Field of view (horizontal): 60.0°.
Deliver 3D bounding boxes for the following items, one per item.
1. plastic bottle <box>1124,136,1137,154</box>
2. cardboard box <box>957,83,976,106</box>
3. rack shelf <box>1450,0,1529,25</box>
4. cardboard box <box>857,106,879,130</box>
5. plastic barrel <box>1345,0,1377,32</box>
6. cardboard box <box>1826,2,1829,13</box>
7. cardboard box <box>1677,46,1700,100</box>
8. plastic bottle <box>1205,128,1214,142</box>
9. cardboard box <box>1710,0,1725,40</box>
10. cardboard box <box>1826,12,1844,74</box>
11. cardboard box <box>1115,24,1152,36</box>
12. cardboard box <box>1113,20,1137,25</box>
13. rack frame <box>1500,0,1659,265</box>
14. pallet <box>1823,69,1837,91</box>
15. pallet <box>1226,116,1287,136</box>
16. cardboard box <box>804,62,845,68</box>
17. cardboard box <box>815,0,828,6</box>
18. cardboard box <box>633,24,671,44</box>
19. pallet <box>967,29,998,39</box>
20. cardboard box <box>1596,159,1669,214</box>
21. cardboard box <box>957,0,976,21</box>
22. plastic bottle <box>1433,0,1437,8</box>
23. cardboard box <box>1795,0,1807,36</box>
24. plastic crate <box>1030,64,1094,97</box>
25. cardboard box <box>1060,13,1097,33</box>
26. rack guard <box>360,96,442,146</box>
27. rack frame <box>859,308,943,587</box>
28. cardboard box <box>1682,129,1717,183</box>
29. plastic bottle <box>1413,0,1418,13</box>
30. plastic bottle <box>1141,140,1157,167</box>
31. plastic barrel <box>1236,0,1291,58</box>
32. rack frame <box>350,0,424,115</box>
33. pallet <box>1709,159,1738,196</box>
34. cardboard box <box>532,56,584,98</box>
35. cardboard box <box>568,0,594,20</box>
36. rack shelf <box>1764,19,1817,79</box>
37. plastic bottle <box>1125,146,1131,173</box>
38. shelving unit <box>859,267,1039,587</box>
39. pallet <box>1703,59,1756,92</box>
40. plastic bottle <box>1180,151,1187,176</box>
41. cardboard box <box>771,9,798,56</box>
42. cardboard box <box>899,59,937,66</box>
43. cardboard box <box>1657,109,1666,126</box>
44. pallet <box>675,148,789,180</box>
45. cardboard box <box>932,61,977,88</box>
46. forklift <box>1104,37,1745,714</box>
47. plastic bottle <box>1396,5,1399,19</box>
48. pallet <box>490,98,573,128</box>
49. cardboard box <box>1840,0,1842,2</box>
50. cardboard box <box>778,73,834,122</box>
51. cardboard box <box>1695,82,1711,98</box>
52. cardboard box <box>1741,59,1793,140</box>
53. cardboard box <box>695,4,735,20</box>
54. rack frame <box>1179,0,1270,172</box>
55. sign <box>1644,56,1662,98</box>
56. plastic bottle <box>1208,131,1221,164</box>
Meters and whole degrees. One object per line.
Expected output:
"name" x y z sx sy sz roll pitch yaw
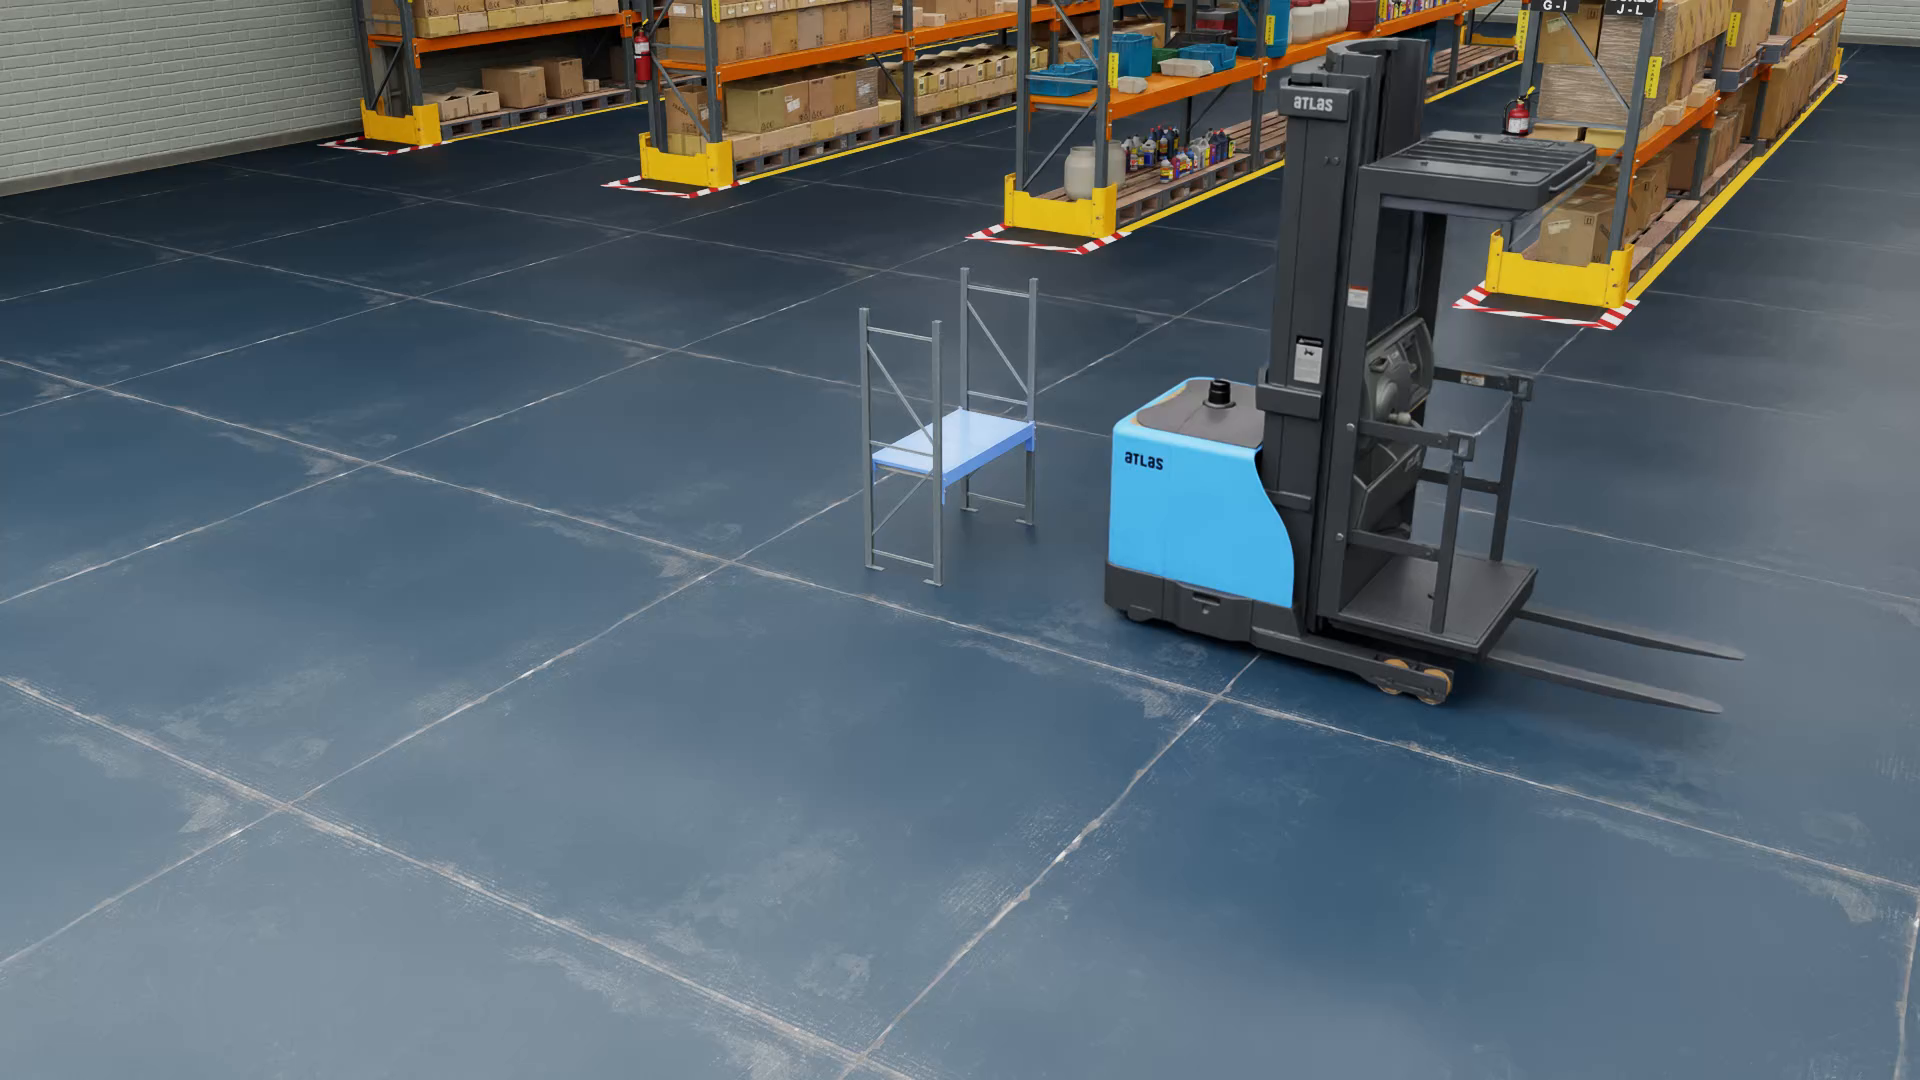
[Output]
"plastic bottle" 1.935 -4.440 19.012 0.144 0.351 0.185 15 28 31
"cardboard box" -0.106 -6.312 23.486 0.500 0.250 0.500 13 27 27
"rack shelf" 8.410 -8.955 27.565 1.077 0.370 4.000 14 27 29
"cardboard box" -1.402 -5.511 21.636 0.500 0.250 0.500 14 27 29
"plastic barrel" 5.257 -7.102 22.208 0.600 0.536 0.708 14 27 29
"cardboard box" 12.416 -7.753 24.201 0.380 0.149 0.250 13 27 28
"cardboard box" 6.581 -4.564 16.016 0.875 0.500 0.500 14 27 29
"plastic bottle" 2.918 -4.648 19.492 0.144 0.351 0.185 14 27 29
"cardboard box" 7.077 -5.134 16.076 0.500 0.500 0.500 14 27 29
"cardboard box" 13.403 -7.907 26.384 0.875 0.875 0.875 14 27 29
"cardboard box" 2.864 -8.312 27.768 0.500 0.500 0.500 14 27 29
"cardboard box" 2.686 -8.592 28.413 0.500 0.500 0.500 13 26 27
"rack frame" 5.233 -3.522 14.109 1.000 3.000 0.127 14 27 29
"pallet" 13.317 -7.356 26.476 1.003 0.211 1.213 14 27 29
"pallet" 4.159 -5.317 21.765 1.003 0.211 1.213 14 27 29
"cardboard box" -1.839 -5.963 21.736 0.500 0.500 0.500 14 27 29
"cardboard box" -1.841 -6.637 20.364 0.380 0.149 0.250 15 28 31
"cardboard box" -4.678 -7.786 25.608 0.500 0.250 0.500 13 27 28
"pallet" 0.049 -10.060 32.722 1.003 0.211 1.213 14 27 29
"cardboard box" 6.802 -3.596 16.898 0.500 0.500 0.500 -18 29 -36
"cardboard box" -0.110 -7.597 23.398 0.500 0.500 0.500 14 27 29
"plastic bottle" 7.050 -8.146 24.853 0.144 0.351 0.185 14 27 29
"cardboard box" 10.743 -6.891 21.767 0.500 0.500 0.500 14 27 29
"plastic crate" 1.035 -4.723 17.071 0.499 0.251 0.616 14 27 29
"cardboard box" 1.895 -8.429 27.093 0.500 0.250 0.500 13 27 28
"rack guard" -7.352 -5.514 21.858 1.175 0.500 0.348 14 27 29
"rack frame" -0.313 -0.488 8.989 0.500 1.500 0.032 14 27 29
"cardboard box" 7.953 -4.286 18.468 0.700 0.500 0.500 14 27 29
"plastic bottle" 6.567 -7.836 24.138 0.144 0.351 0.185 14 27 29
"plastic bottle" 2.172 -4.446 19.120 0.152 0.276 0.135 14 27 29
"plastic barrel" 3.596 -6.207 19.680 0.600 0.901 0.708 14 27 29
"rack frame" -7.392 -6.636 21.303 1.000 3.000 0.127 14 27 29
"pallet" 8.395 -4.268 19.344 1.003 0.211 1.213 14 27 29
"cardboard box" -5.795 -6.682 24.002 0.500 0.500 0.500 12 26 25
"cardboard box" -5.544 -7.536 23.546 0.500 0.250 0.500 14 27 29
"rack shelf" 10.508 -6.567 22.048 1.077 0.370 4.000 14 27 29
"plastic bottle" 1.868 -4.284 18.735 0.061 0.283 0.133 14 27 29
"shelving unit" -0.045 -0.659 9.386 0.538 1.500 1.048 14 27 29
"pallet" 7.869 -5.011 17.791 1.003 0.211 1.213 14 27 29
"plastic bottle" 2.480 -4.205 18.569 0.097 0.271 0.097 0 23 0
"cardboard box" -2.384 -6.144 20.041 0.700 0.500 0.500 14 27 29
"cardboard box" -0.567 -6.679 23.629 0.500 0.311 0.500 14 27 29
"cardboard box" 6.239 -3.876 15.244 0.380 0.149 0.250 14 27 29
"pallet" -2.813 -4.586 20.078 1.003 0.211 1.213 14 27 29
"cardboard box" -0.101 -6.567 23.371 0.500 0.311 0.500 13 27 27
"forklift" 2.285 -0.801 7.911 3.031 2.935 1.130 14 27 29
"plastic bottle" 6.147 -7.481 23.506 0.097 0.201 0.097 0 23 0
"pallet" -6.249 -6.059 23.479 1.003 0.211 1.213 14 27 29
"cardboard box" 13.362 -8.360 25.603 0.380 0.149 0.250 14 27 30
"cardboard box" -1.916 -5.514 20.700 0.500 0.500 0.500 14 27 29
"cardboard box" 7.339 -4.540 16.777 0.380 0.149 0.250 14 27 29
"cardboard box" 9.834 -5.668 21.213 1.225 0.875 0.875 12 26 27
"cardboard box" -2.791 -6.030 18.960 0.380 0.149 0.250 14 27 29
"rack frame" 3.135 -5.910 19.625 1.000 3.000 0.127 14 27 29
"sign" 5.694 -3.805 13.675 0.100 0.325 0.005 14 27 29
"plastic bottle" 2.939 -4.553 19.273 0.144 0.351 0.185 12 26 26
